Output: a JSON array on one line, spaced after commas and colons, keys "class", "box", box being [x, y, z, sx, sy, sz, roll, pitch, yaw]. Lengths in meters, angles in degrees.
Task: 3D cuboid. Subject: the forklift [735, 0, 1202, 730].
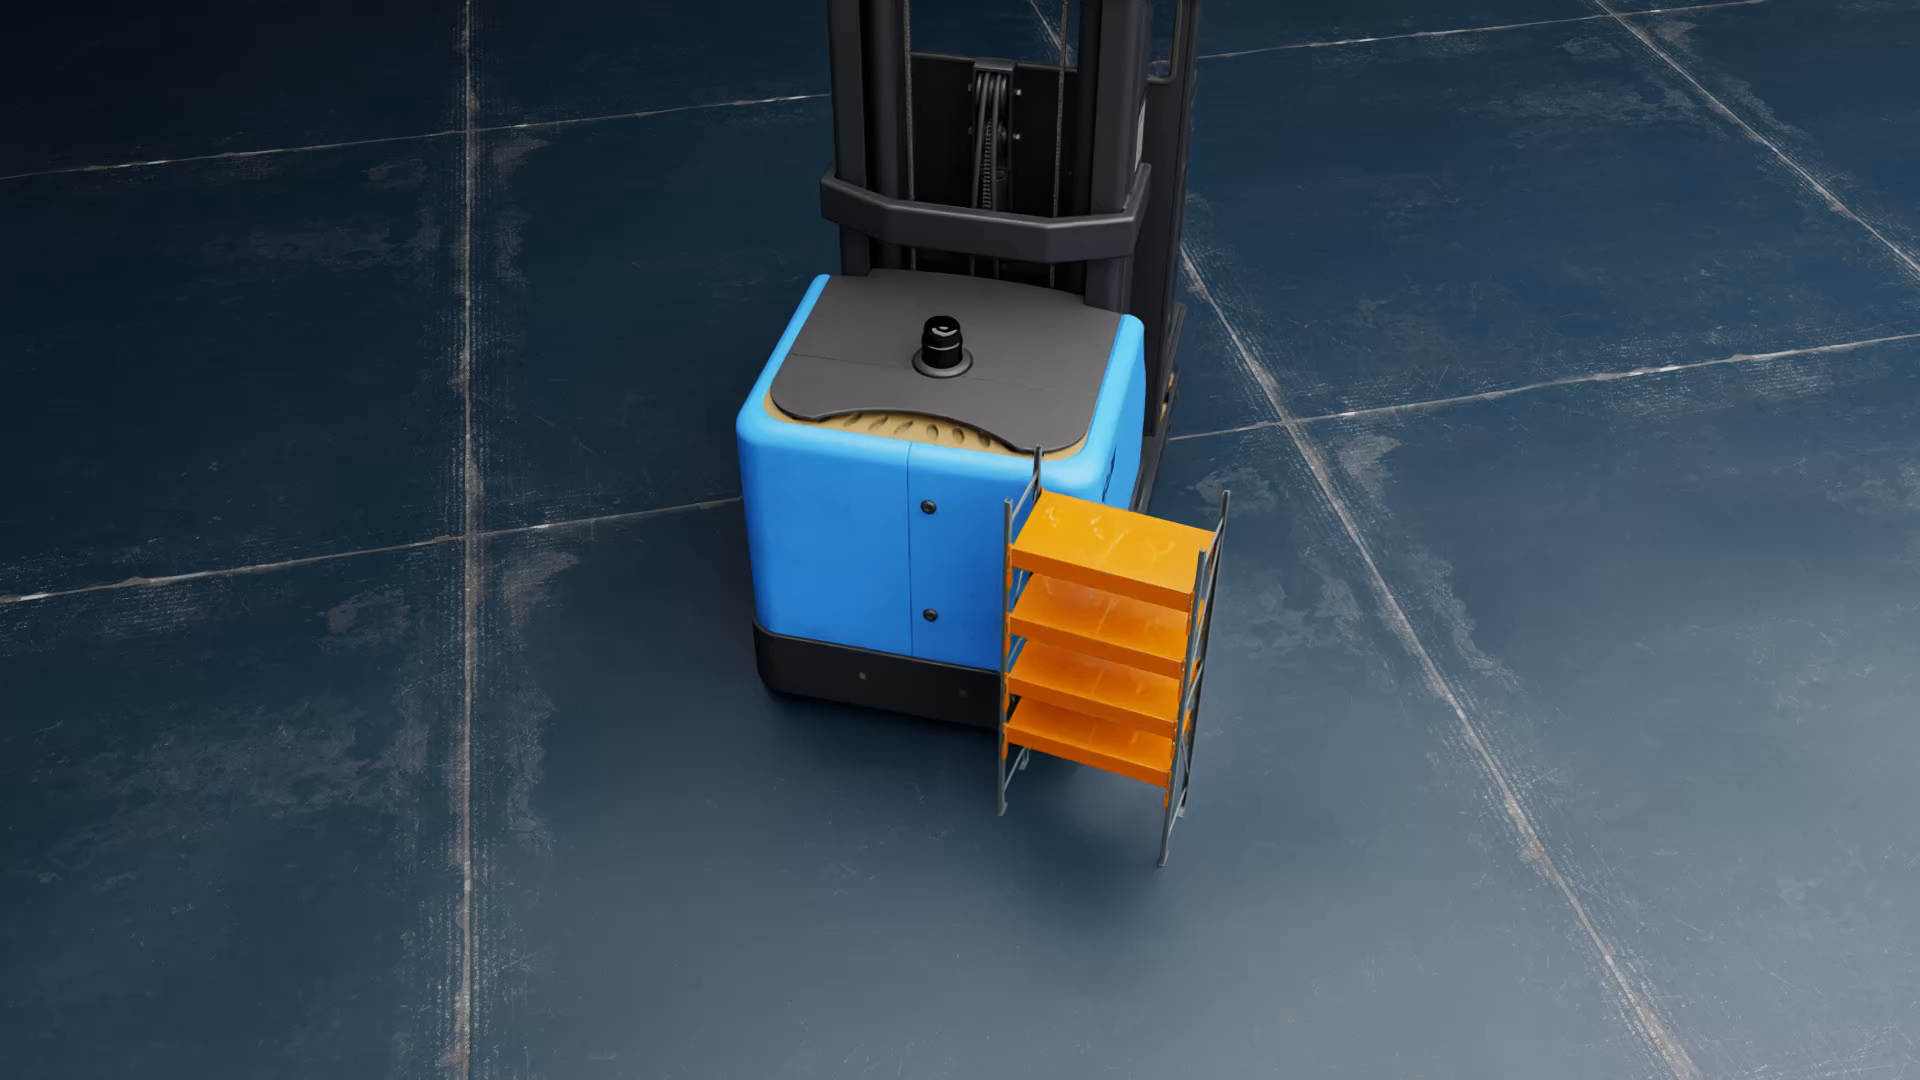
[{"class": "forklift", "box": [0.211, -1.489, 5.220, 1.130, 2.935, 3.031, 9, 42, 10]}]

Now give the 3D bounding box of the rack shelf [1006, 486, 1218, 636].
[{"class": "rack shelf", "box": [0.385, 0.048, 4.200, 0.480, 0.148, 0.258, 15, 44, 16]}]

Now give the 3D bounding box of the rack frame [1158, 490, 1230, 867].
[{"class": "rack frame", "box": [0.613, 0.401, 4.395, 0.015, 1.200, 0.240, 15, 44, 16]}]

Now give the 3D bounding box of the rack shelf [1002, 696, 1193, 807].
[{"class": "rack shelf", "box": [0.385, 0.541, 4.638, 0.480, 0.148, 0.258, 15, 44, 16]}]

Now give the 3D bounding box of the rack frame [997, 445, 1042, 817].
[{"class": "rack frame", "box": [0.158, 0.283, 4.527, 0.015, 1.200, 0.240, 15, 44, 16]}]

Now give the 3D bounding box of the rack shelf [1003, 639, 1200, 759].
[{"class": "rack shelf", "box": [0.385, 0.392, 4.506, 0.480, 0.148, 0.258, 15, 44, 16]}]

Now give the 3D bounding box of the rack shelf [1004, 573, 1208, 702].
[{"class": "rack shelf", "box": [0.385, 0.225, 4.357, 0.480, 0.148, 0.258, 15, 44, 16]}]

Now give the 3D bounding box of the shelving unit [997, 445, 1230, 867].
[{"class": "shelving unit", "box": [0.385, 0.342, 4.461, 0.503, 1.200, 0.258, 15, 44, 16]}]
